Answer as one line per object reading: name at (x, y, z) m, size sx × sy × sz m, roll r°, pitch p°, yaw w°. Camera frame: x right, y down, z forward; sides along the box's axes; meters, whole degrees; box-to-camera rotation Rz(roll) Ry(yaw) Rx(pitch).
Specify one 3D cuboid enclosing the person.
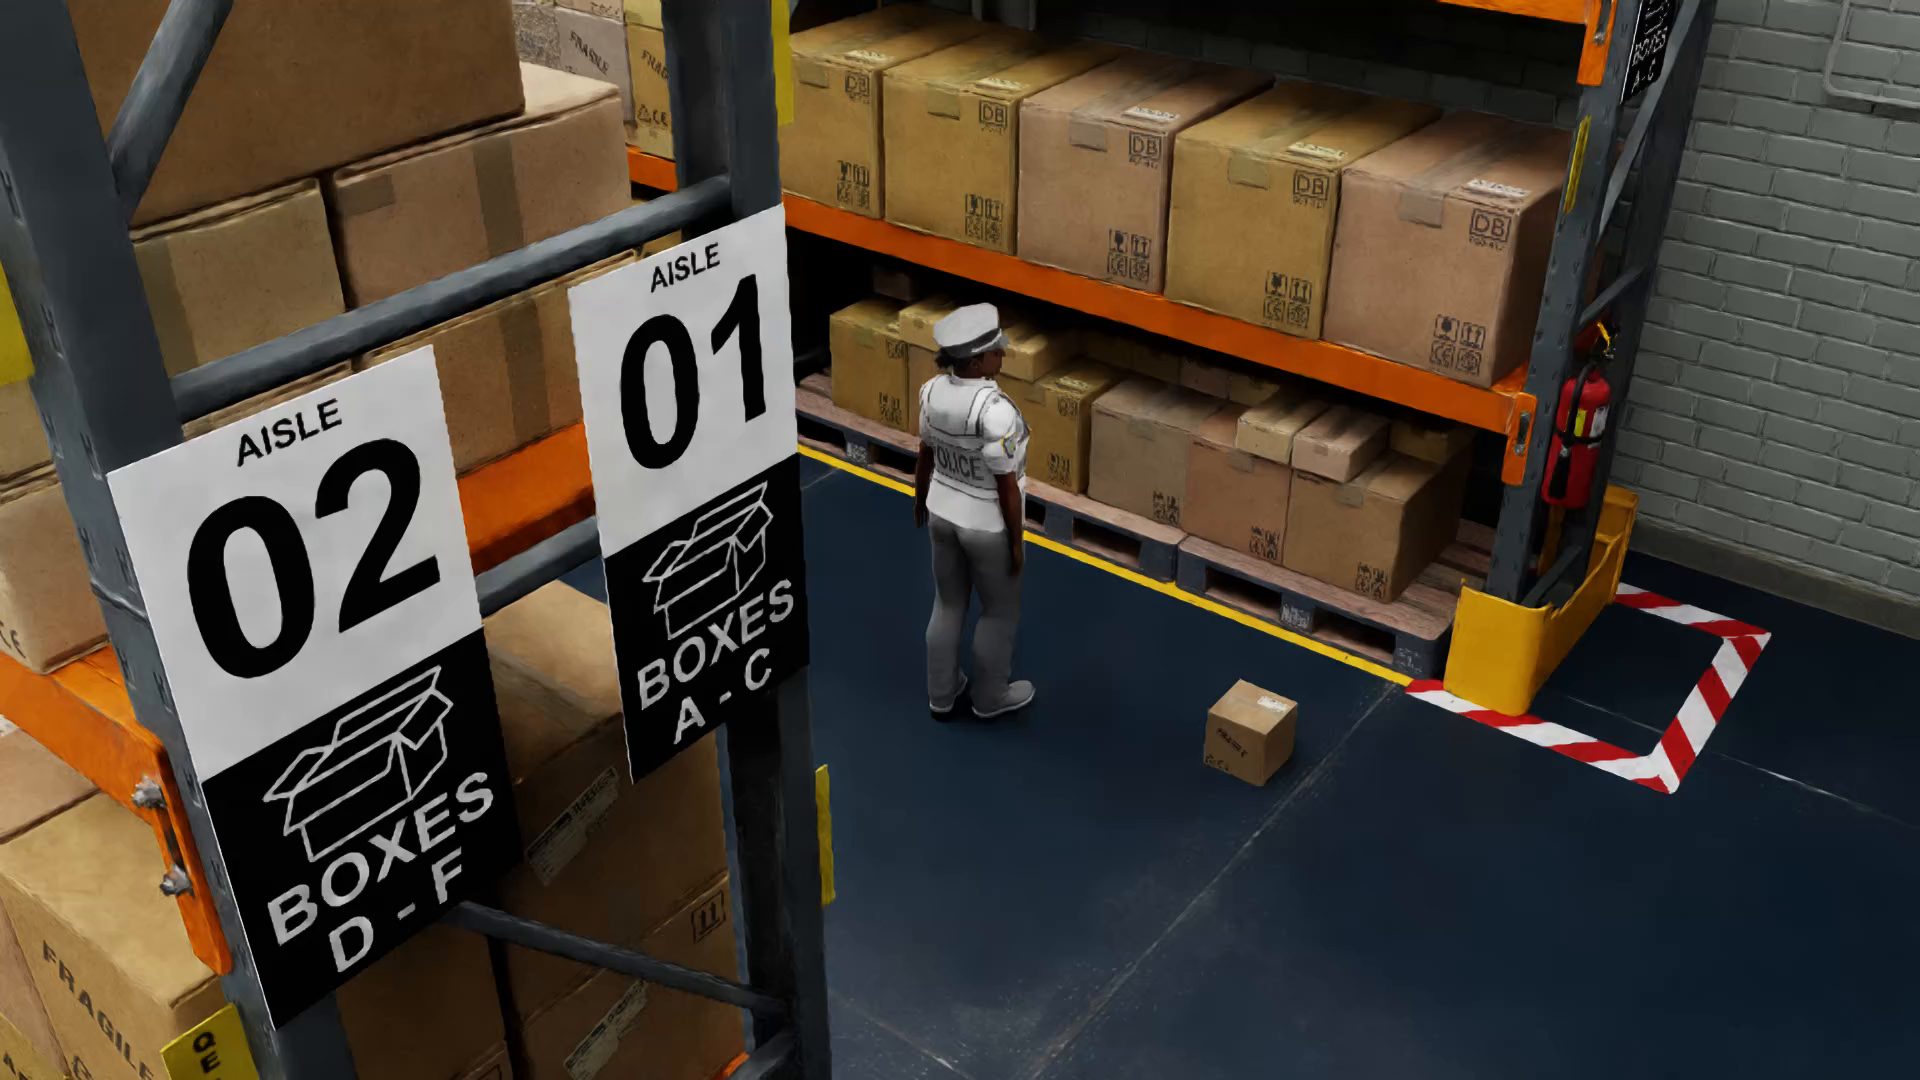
person at (0.032, -0.100, 6.239) m, size 0.584 × 1.685 × 0.385 m, roll 25°, pitch 39°, yaw 35°
